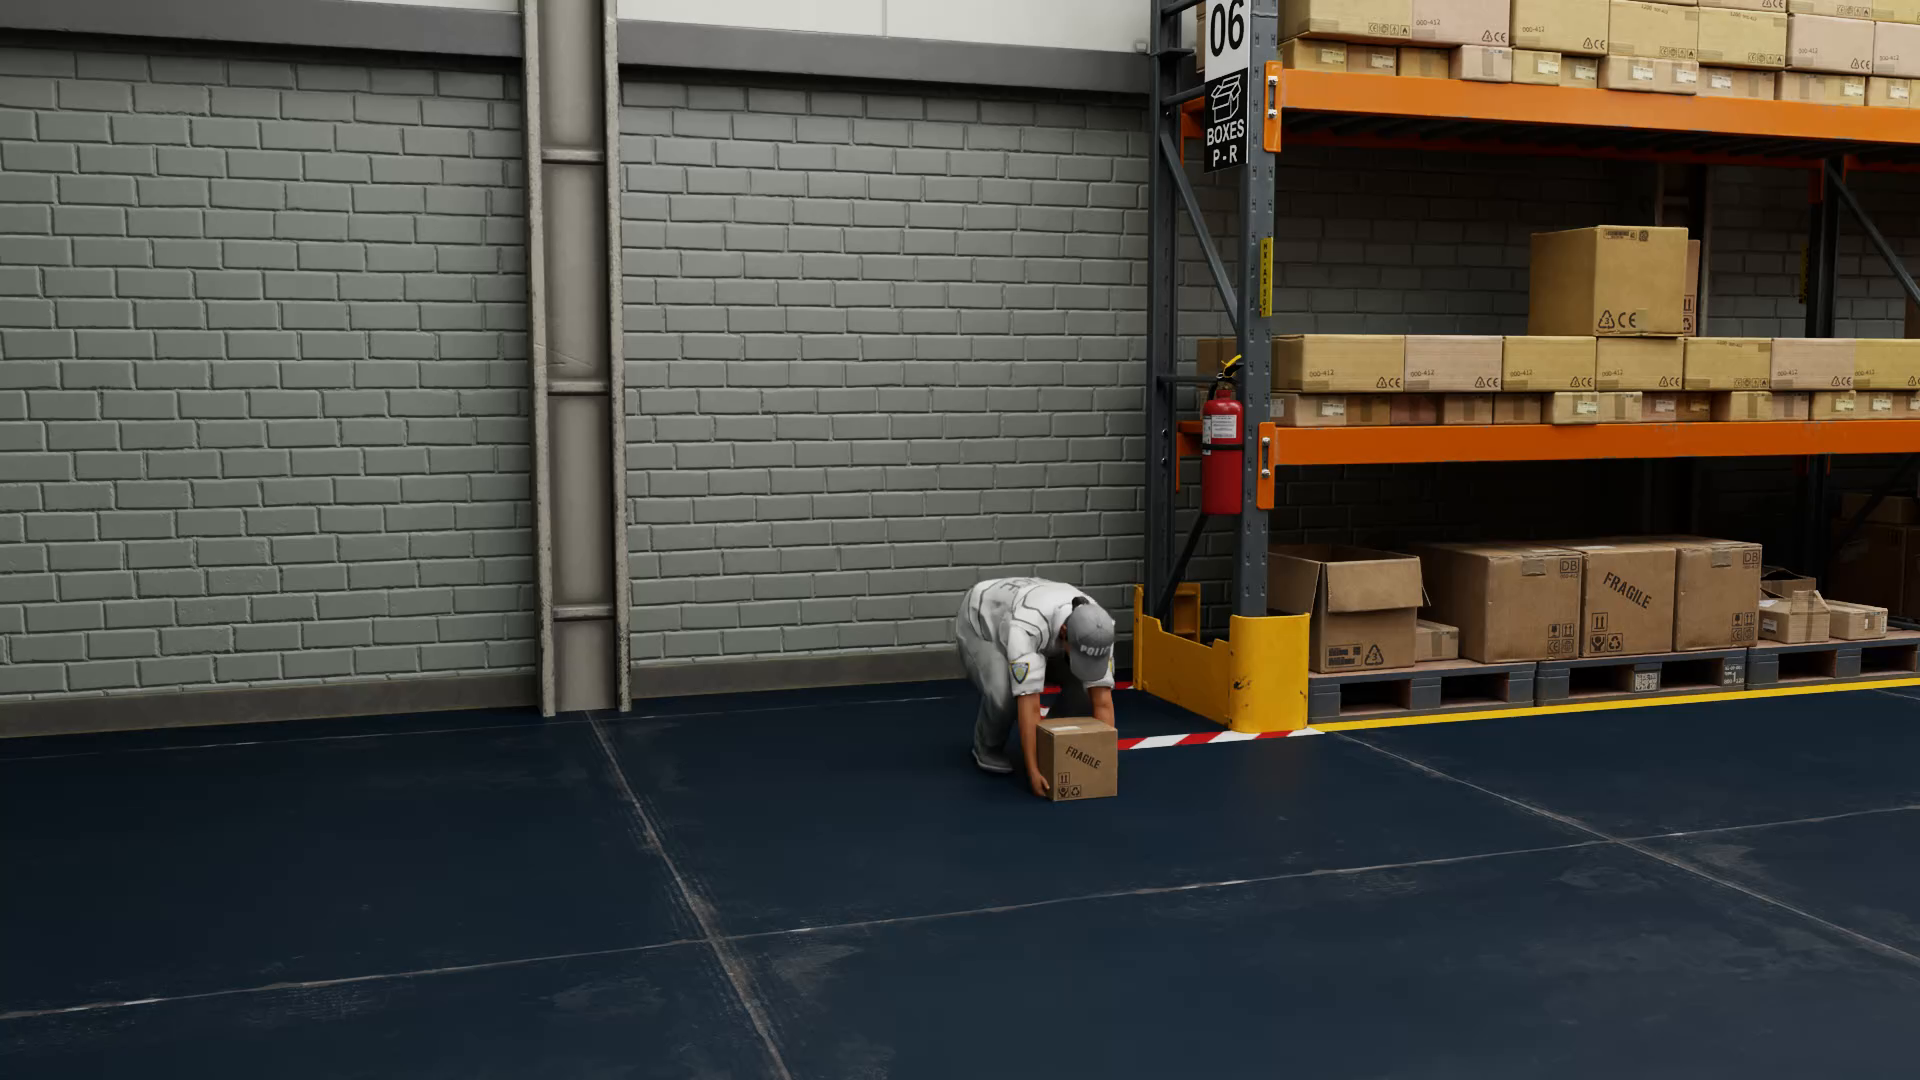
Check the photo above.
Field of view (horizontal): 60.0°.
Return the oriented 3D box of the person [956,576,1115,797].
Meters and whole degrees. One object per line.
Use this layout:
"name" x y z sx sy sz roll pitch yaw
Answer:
"person" 0.316 0.537 6.402 0.509 0.764 0.937 -2 6 -20
